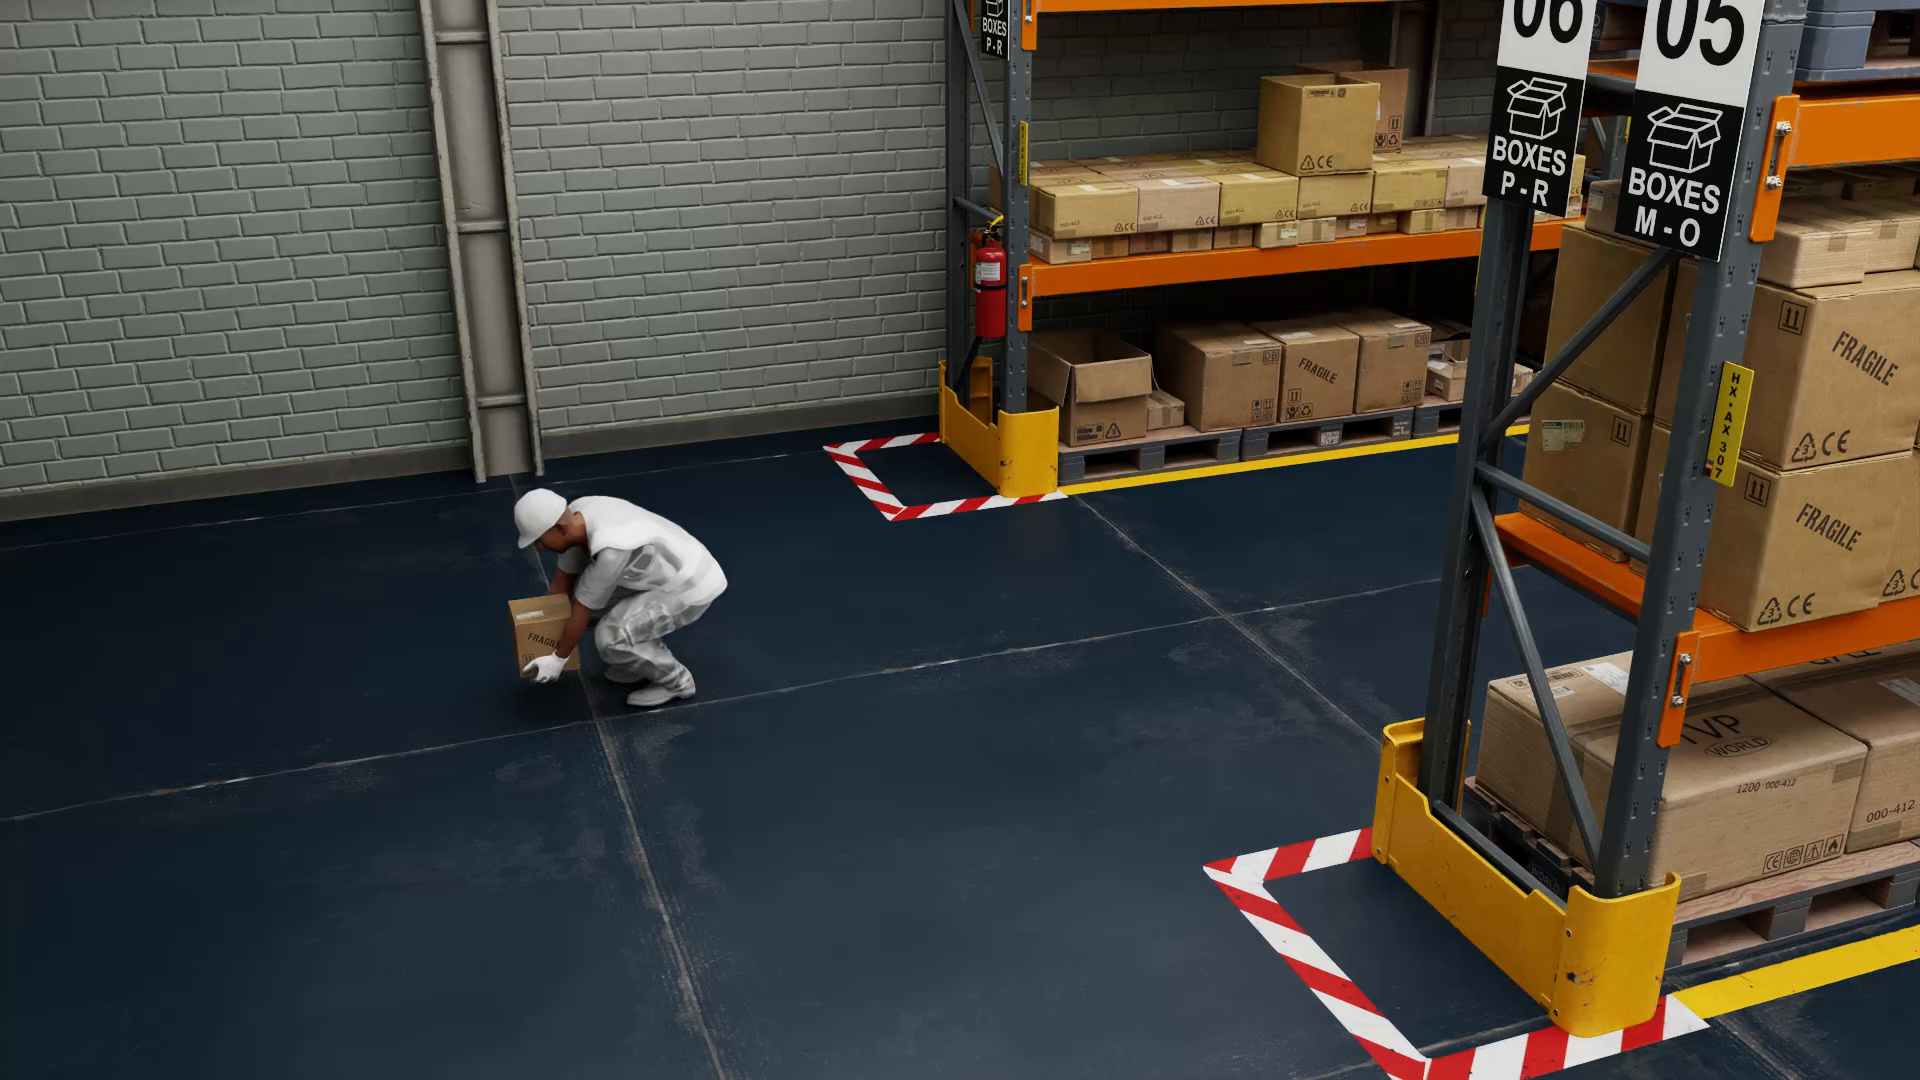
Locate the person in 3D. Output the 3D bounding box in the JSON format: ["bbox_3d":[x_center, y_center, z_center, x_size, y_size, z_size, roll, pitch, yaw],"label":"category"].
[{"bbox_3d":[-1.447,0.210,7.086,0.899,1.008,0.555,-9,24,-20],"label":"person"}]
